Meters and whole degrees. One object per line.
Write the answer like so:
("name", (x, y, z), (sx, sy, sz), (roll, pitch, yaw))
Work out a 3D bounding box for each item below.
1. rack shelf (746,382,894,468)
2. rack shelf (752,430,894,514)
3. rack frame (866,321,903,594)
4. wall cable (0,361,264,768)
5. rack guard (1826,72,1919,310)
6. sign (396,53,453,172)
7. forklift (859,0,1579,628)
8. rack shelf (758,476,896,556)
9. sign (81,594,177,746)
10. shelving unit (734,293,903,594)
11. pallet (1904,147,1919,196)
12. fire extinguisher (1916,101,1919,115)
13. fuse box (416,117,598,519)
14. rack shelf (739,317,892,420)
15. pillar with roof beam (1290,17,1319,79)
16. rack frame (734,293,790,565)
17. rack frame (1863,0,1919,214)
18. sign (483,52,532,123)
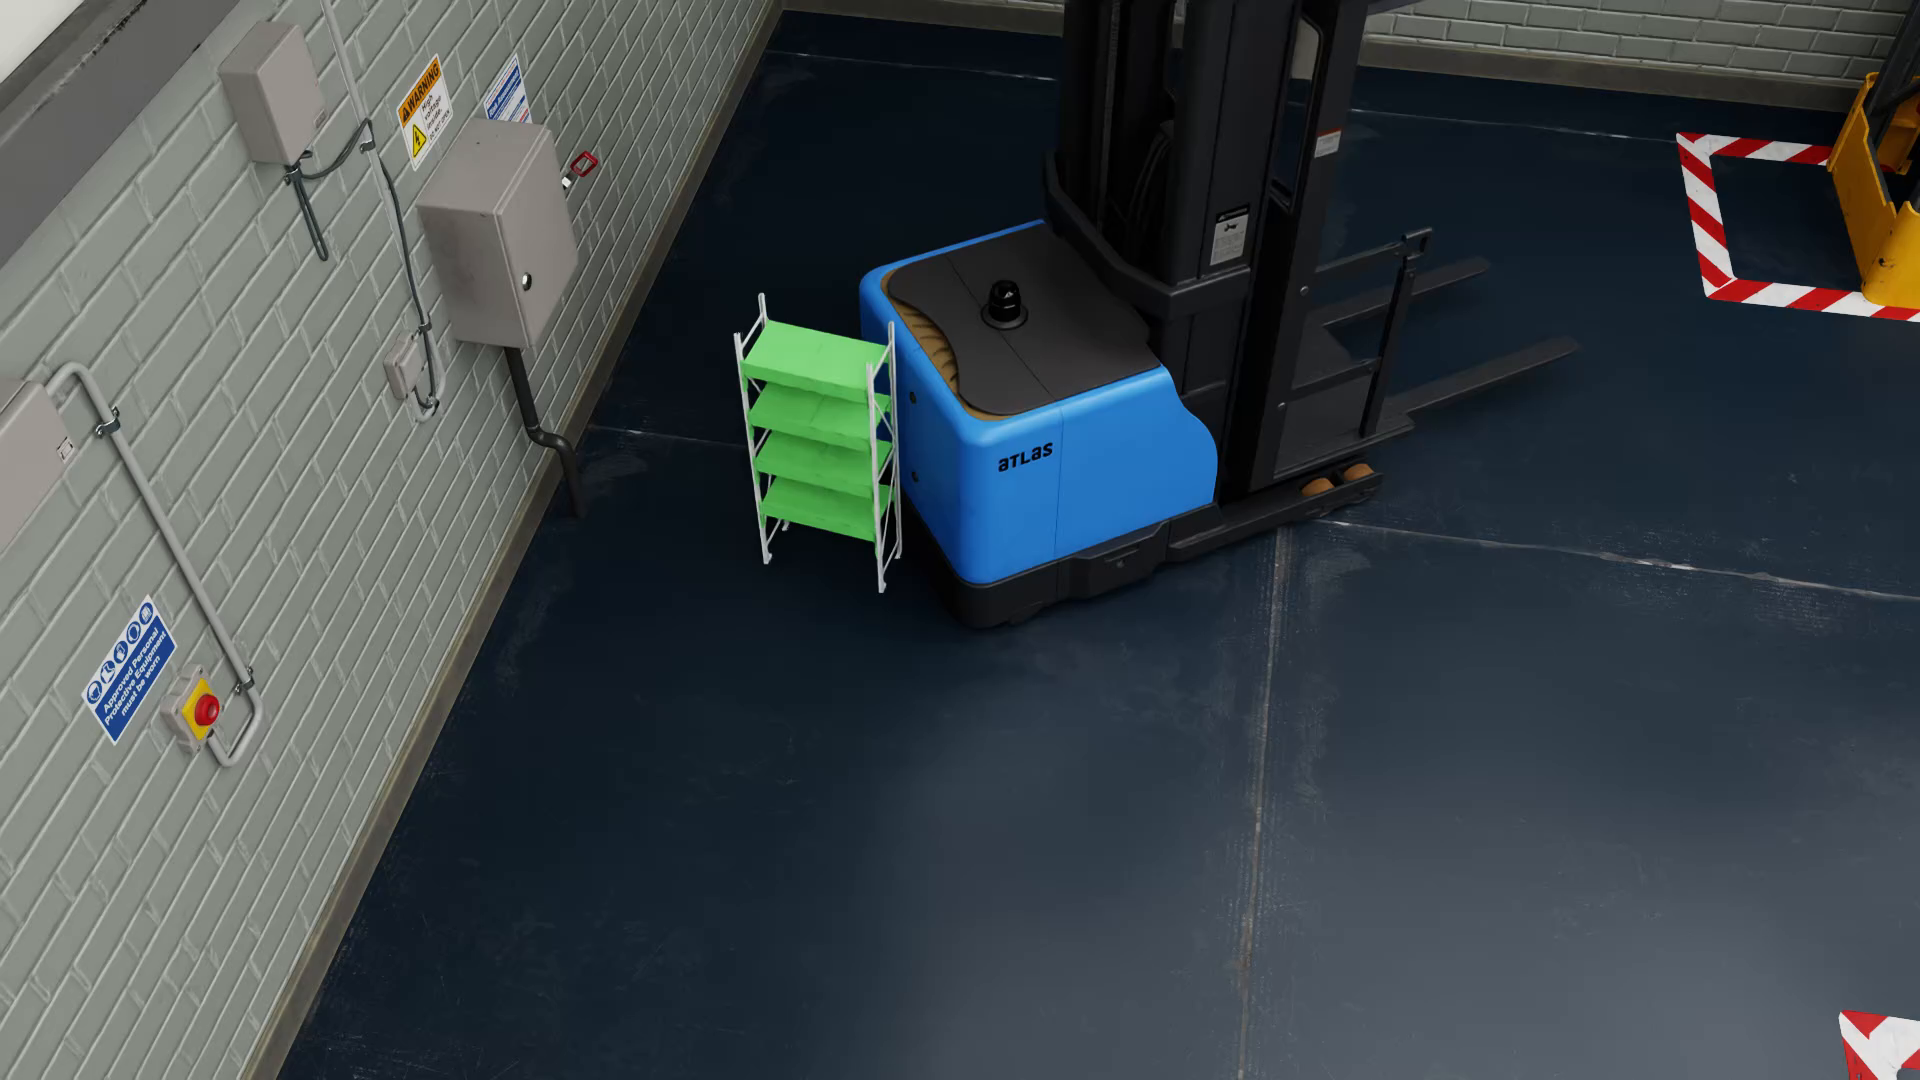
("rack shelf", (-0.506, -0.450, 6.083), (0.480, 0.148, 0.258), (14, 50, 12))
("rack shelf", (-0.506, -0.290, 6.262), (0.480, 0.148, 0.258), (14, 50, 12))
("rack frame", (-0.274, -0.276, 6.163), (0.015, 1.200, 0.240), (14, 50, 12))
("wall cable", (-2.038, 0.042, 3.963), (0.123, 1.953, 0.585), (8, 49, 7))
("rack guard", (4.469, -1.667, 7.884), (0.348, 0.500, 1.175), (8, 49, 7))
("sign", (-1.734, -1.389, 5.398), (0.001, 0.242, 0.339), (8, 49, 7))
("forklift", (1.166, -1.407, 6.015), (3.031, 2.935, 1.130), (-20, 51, -17))
("rack shelf", (-0.506, -0.129, 6.440), (0.480, 0.148, 0.258), (14, 50, 12))
("sign", (-2.107, 0.329, 4.228), (0.001, 0.218, 0.327), (8, 49, 7))
("shelving unit", (-0.506, -0.333, 6.214), (0.503, 1.200, 0.258), (14, 50, 12))
("pallet", (5.254, -1.466, 7.897), (1.213, 0.211, 1.003), (8, 49, 7))
("fire extinguisher", (4.167, -2.043, 6.844), (0.183, 0.674, 0.296), (8, 49, 7))
("fuse box", (-1.521, -0.695, 6.196), (0.414, 1.711, 0.539), (8, 49, 7))
("rack shelf", (-0.506, -0.611, 5.905), (0.480, 0.148, 0.258), (14, 50, 12))
("pillar with roof beam", (1.135, -2.383, 2.813), (0.400, 9.000, 9.100), (8, 49, 7))
("rack frame", (-0.738, -0.389, 6.265), (0.015, 1.200, 0.240), (14, 50, 12))
("rack frame", (4.394, -2.513, 6.963), (0.127, 3.000, 1.000), (8, 49, 7))
("sign", (-1.637, -1.483, 6.102), (0.001, 0.494, 0.329), (8, 49, 7))
